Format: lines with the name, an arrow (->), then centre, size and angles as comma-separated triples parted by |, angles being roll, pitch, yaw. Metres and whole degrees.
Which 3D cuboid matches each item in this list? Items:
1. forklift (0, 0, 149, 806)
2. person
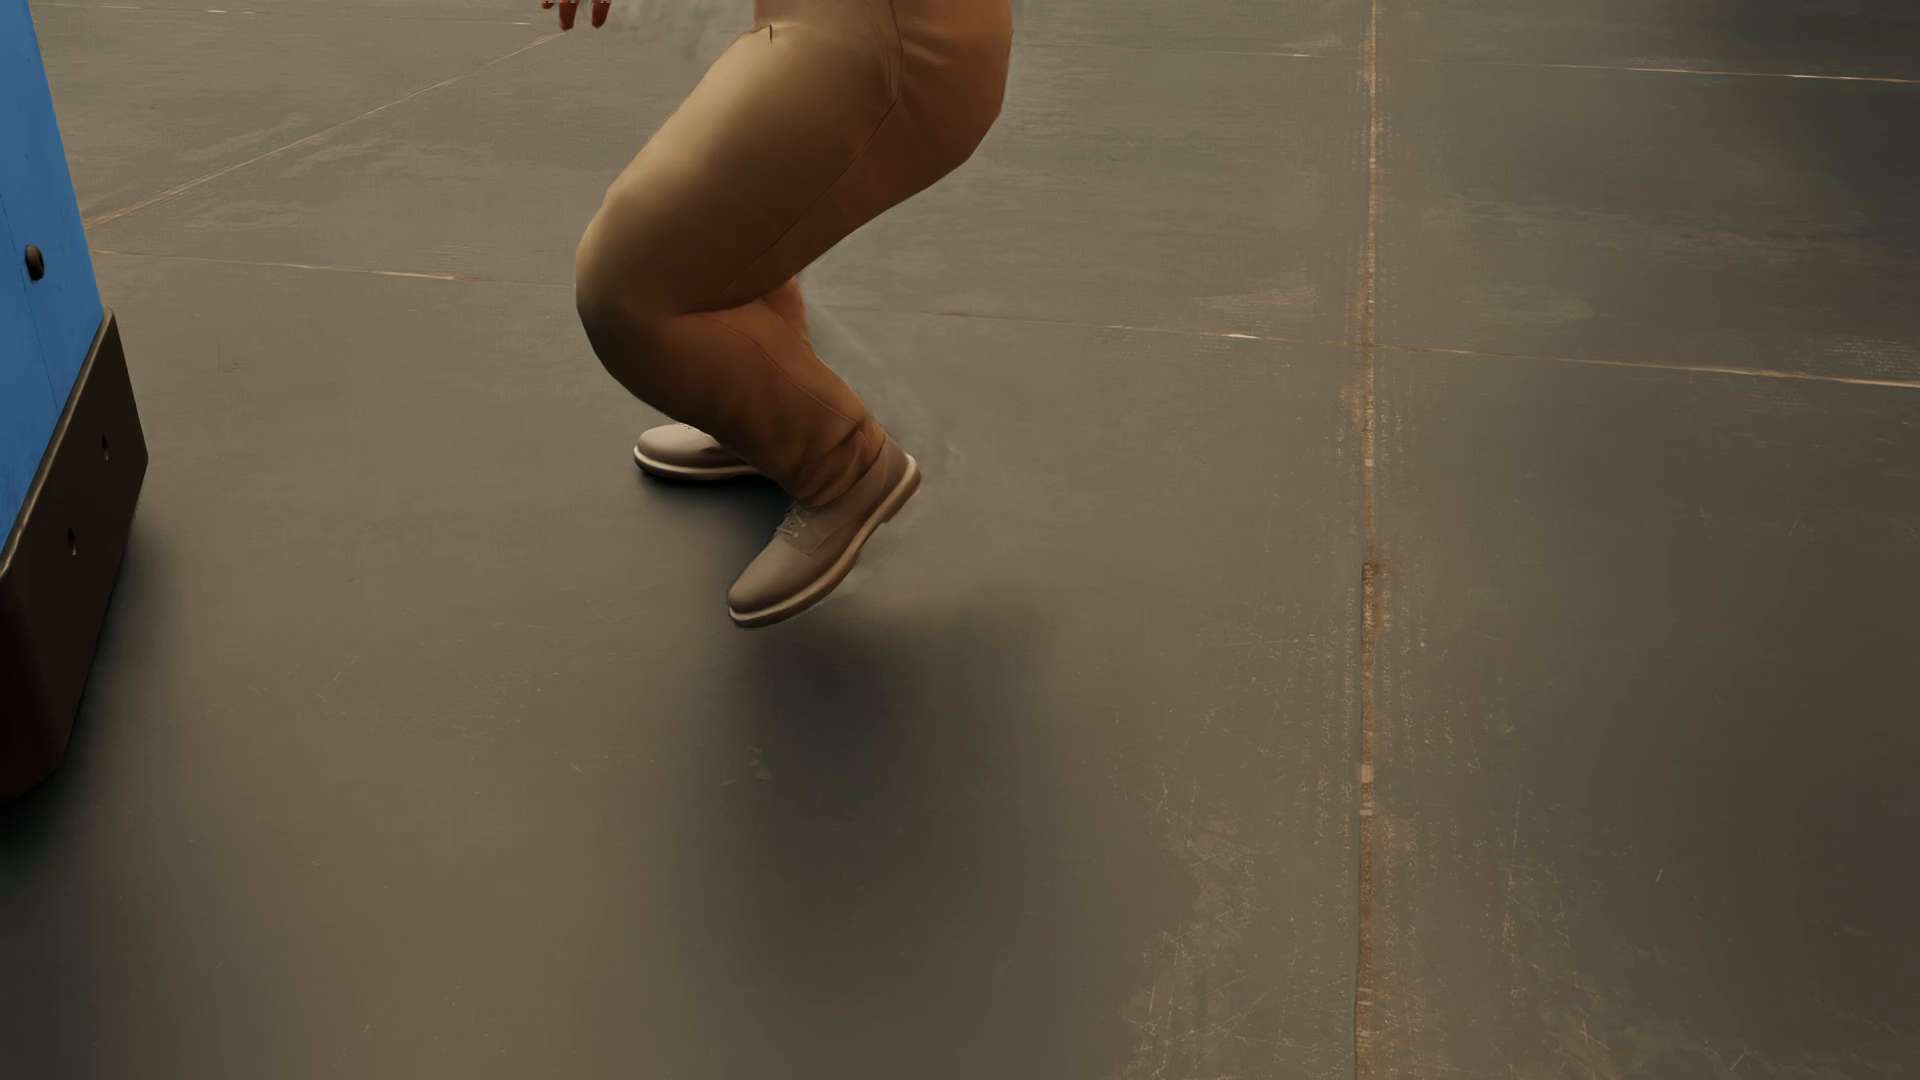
forklift -> -2.575, -0.978, 1.184 | 3.031, 2.935, 1.130 | -8, 28, -16
person -> -0.291, -0.661, 2.060 | 0.686, 1.565, 0.863 | -3, 27, -6
